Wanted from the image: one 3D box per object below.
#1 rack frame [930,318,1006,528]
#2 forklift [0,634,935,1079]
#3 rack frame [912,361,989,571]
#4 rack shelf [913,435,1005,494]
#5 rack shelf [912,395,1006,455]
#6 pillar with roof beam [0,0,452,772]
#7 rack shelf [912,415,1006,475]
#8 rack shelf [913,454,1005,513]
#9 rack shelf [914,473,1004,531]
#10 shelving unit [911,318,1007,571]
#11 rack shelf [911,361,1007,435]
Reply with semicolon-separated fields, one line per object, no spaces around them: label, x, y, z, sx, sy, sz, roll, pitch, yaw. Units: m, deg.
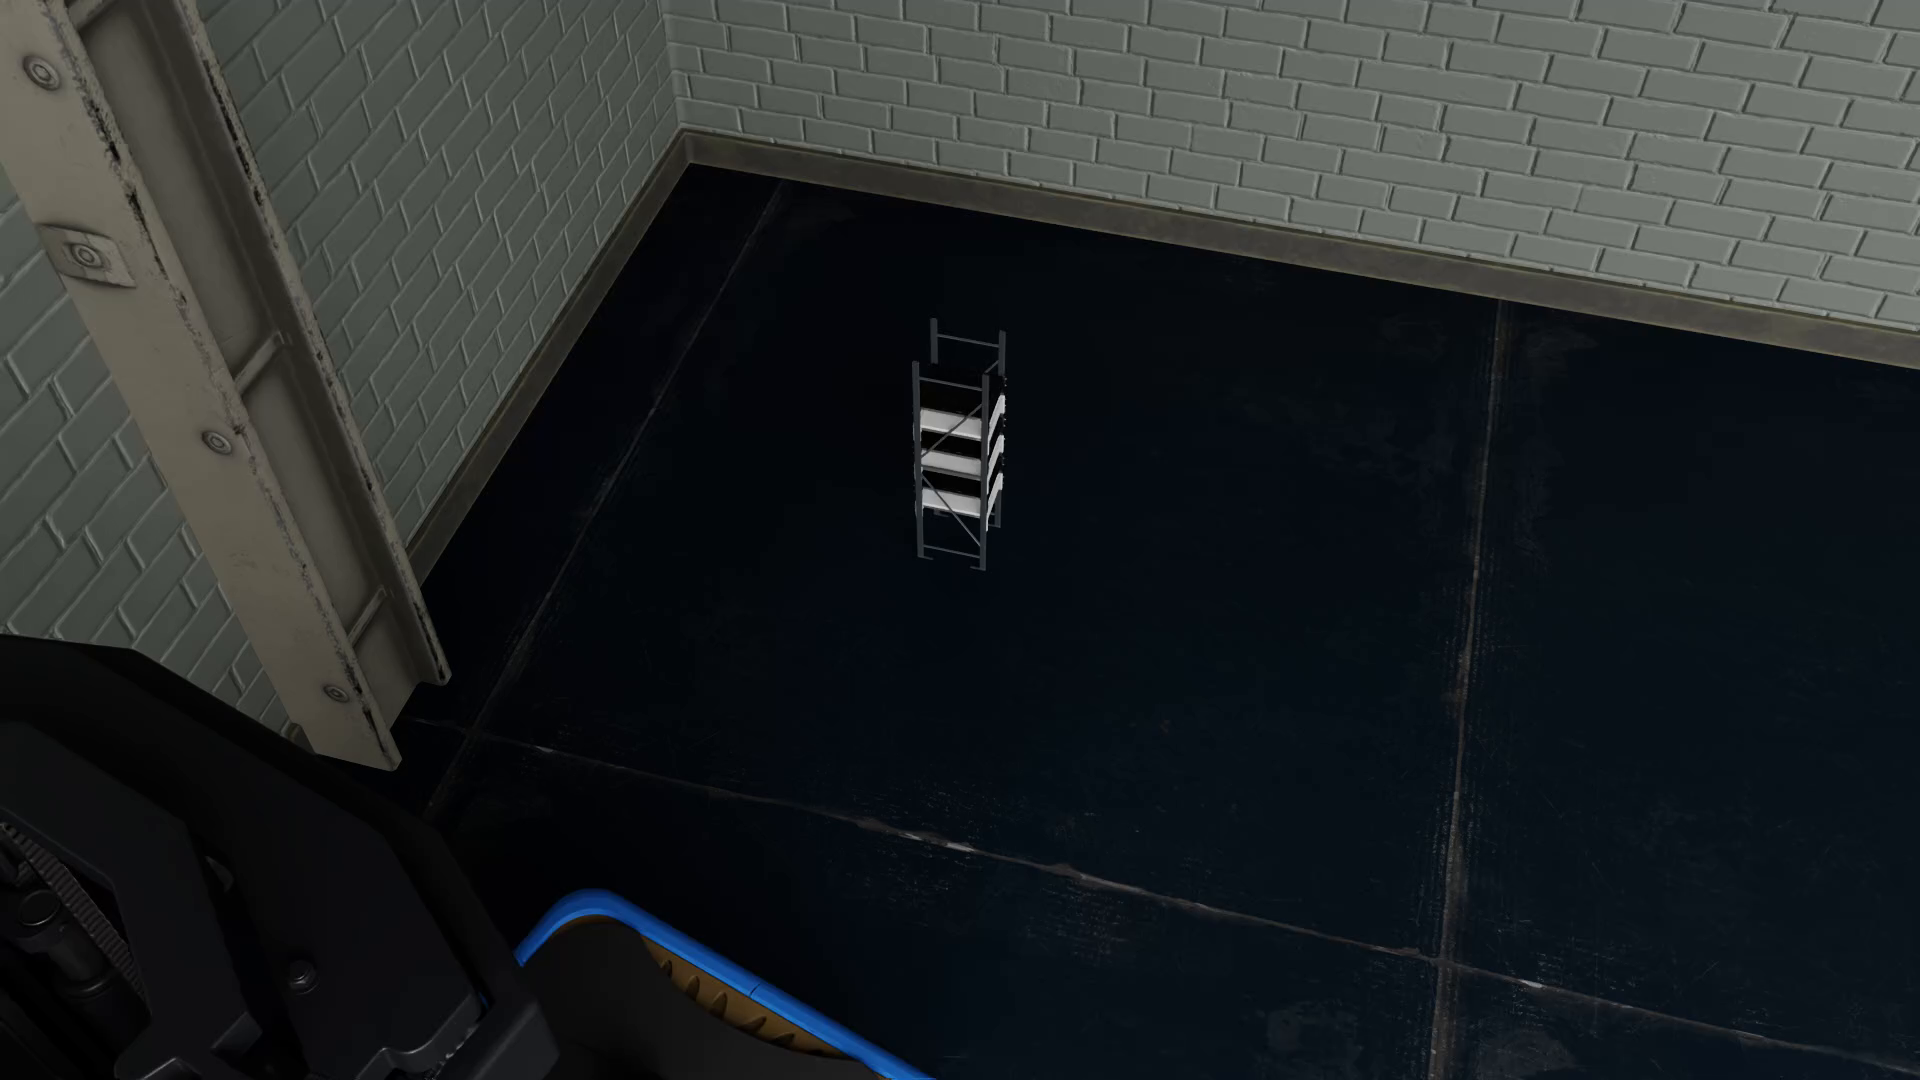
rack frame;0.025;-0.365;5.472;0.240;0.900;0.006;12;50;10
forklift;-1.182;1.620;2.365;1.130;2.935;3.031;24;53;20
rack frame;-0.029;-0.218;5.343;0.240;0.900;0.006;12;50;10
rack shelf;-0.002;-0.270;5.432;0.258;0.077;0.200;12;50;10
rack shelf;-0.002;-0.389;5.297;0.258;0.077;0.200;12;50;10
pillar with roof beam;2.315;-1.588;1.149;9.100;9.000;0.400;12;50;10
rack shelf;-0.002;-0.329;5.365;0.258;0.077;0.200;12;50;10
rack shelf;-0.002;-0.210;5.500;0.258;0.077;0.200;12;50;10
rack shelf;-0.002;-0.151;5.567;0.258;0.077;0.200;12;50;10
shelving unit;-0.002;-0.292;5.407;0.258;0.900;0.210;12;50;10
rack shelf;-0.002;-0.449;5.230;0.258;0.077;0.200;12;50;10
